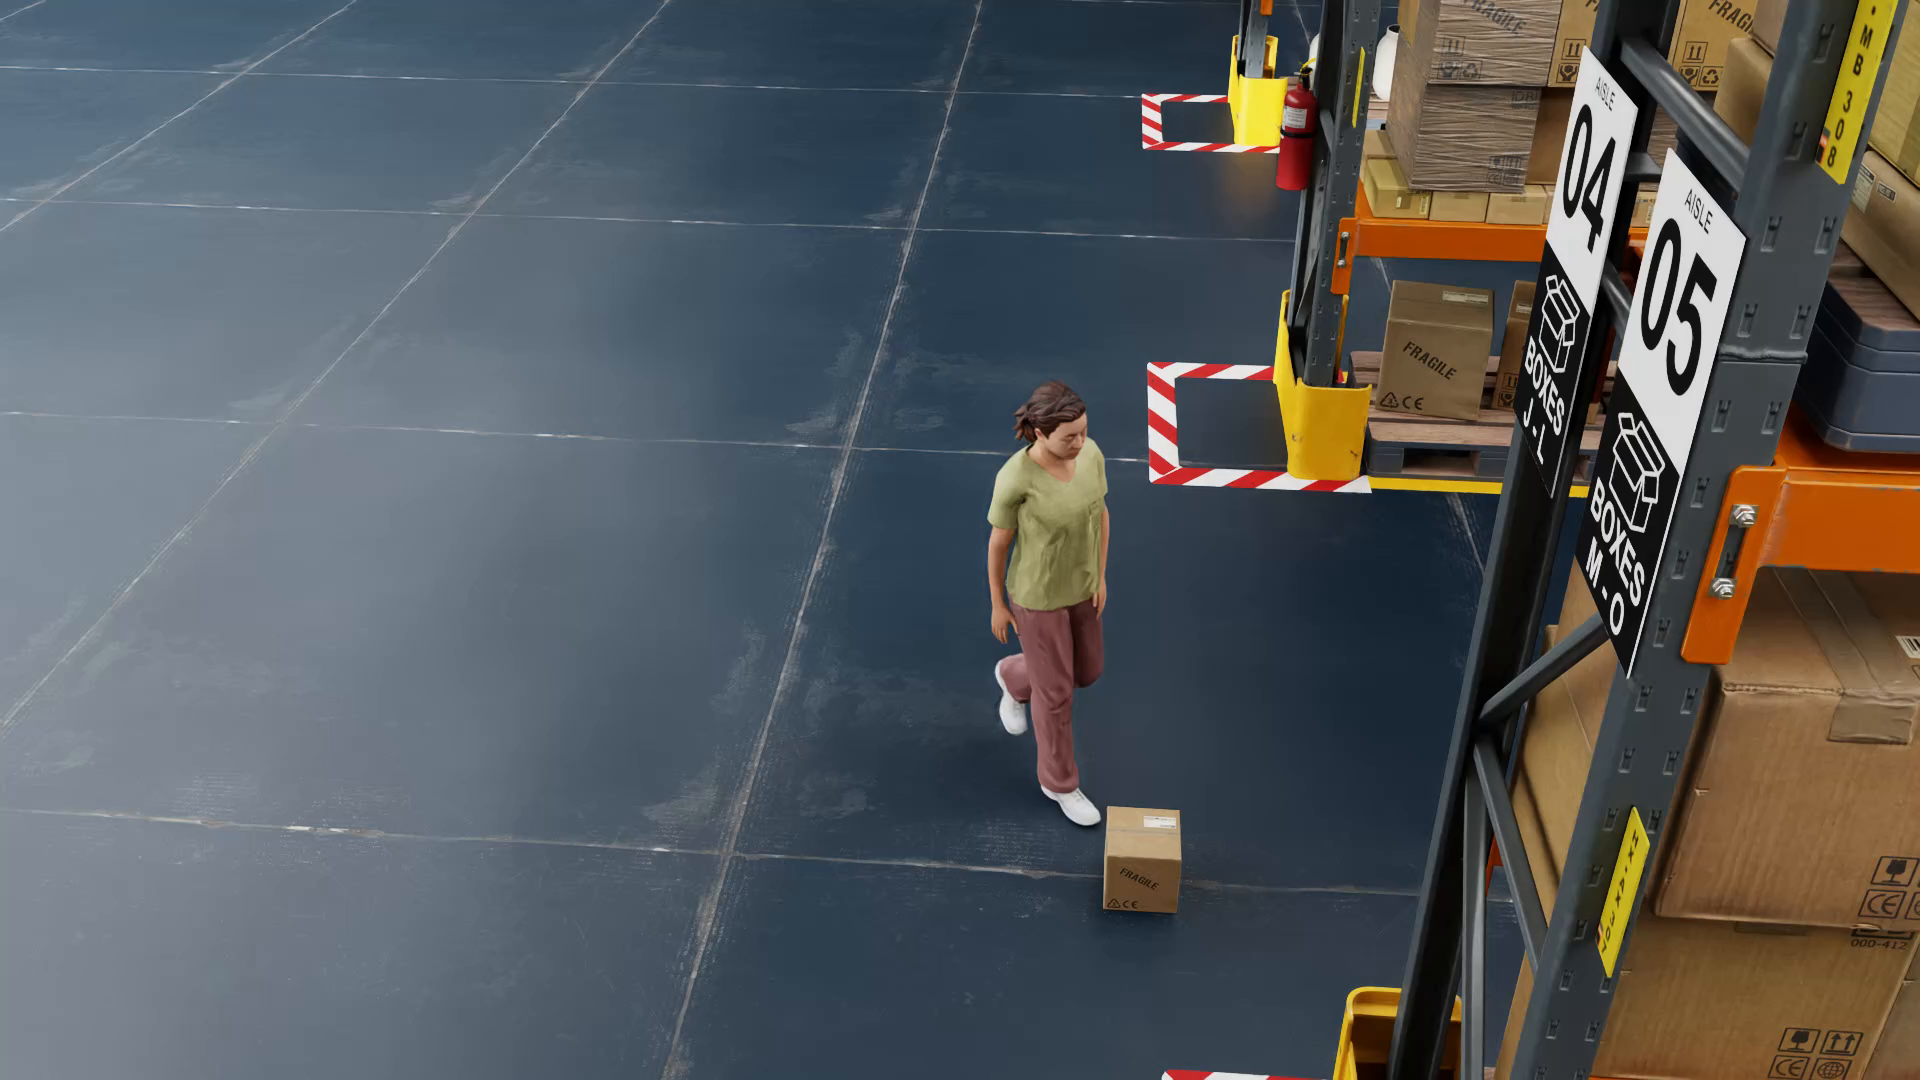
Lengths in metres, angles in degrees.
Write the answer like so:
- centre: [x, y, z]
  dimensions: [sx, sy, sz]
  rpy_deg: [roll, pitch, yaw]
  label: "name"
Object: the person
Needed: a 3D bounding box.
- centre: [0.304, 0.167, 5.858]
  dimensions: [0.467, 1.664, 0.754]
  rpy_deg: [-22, 38, -31]
  label: "person"
